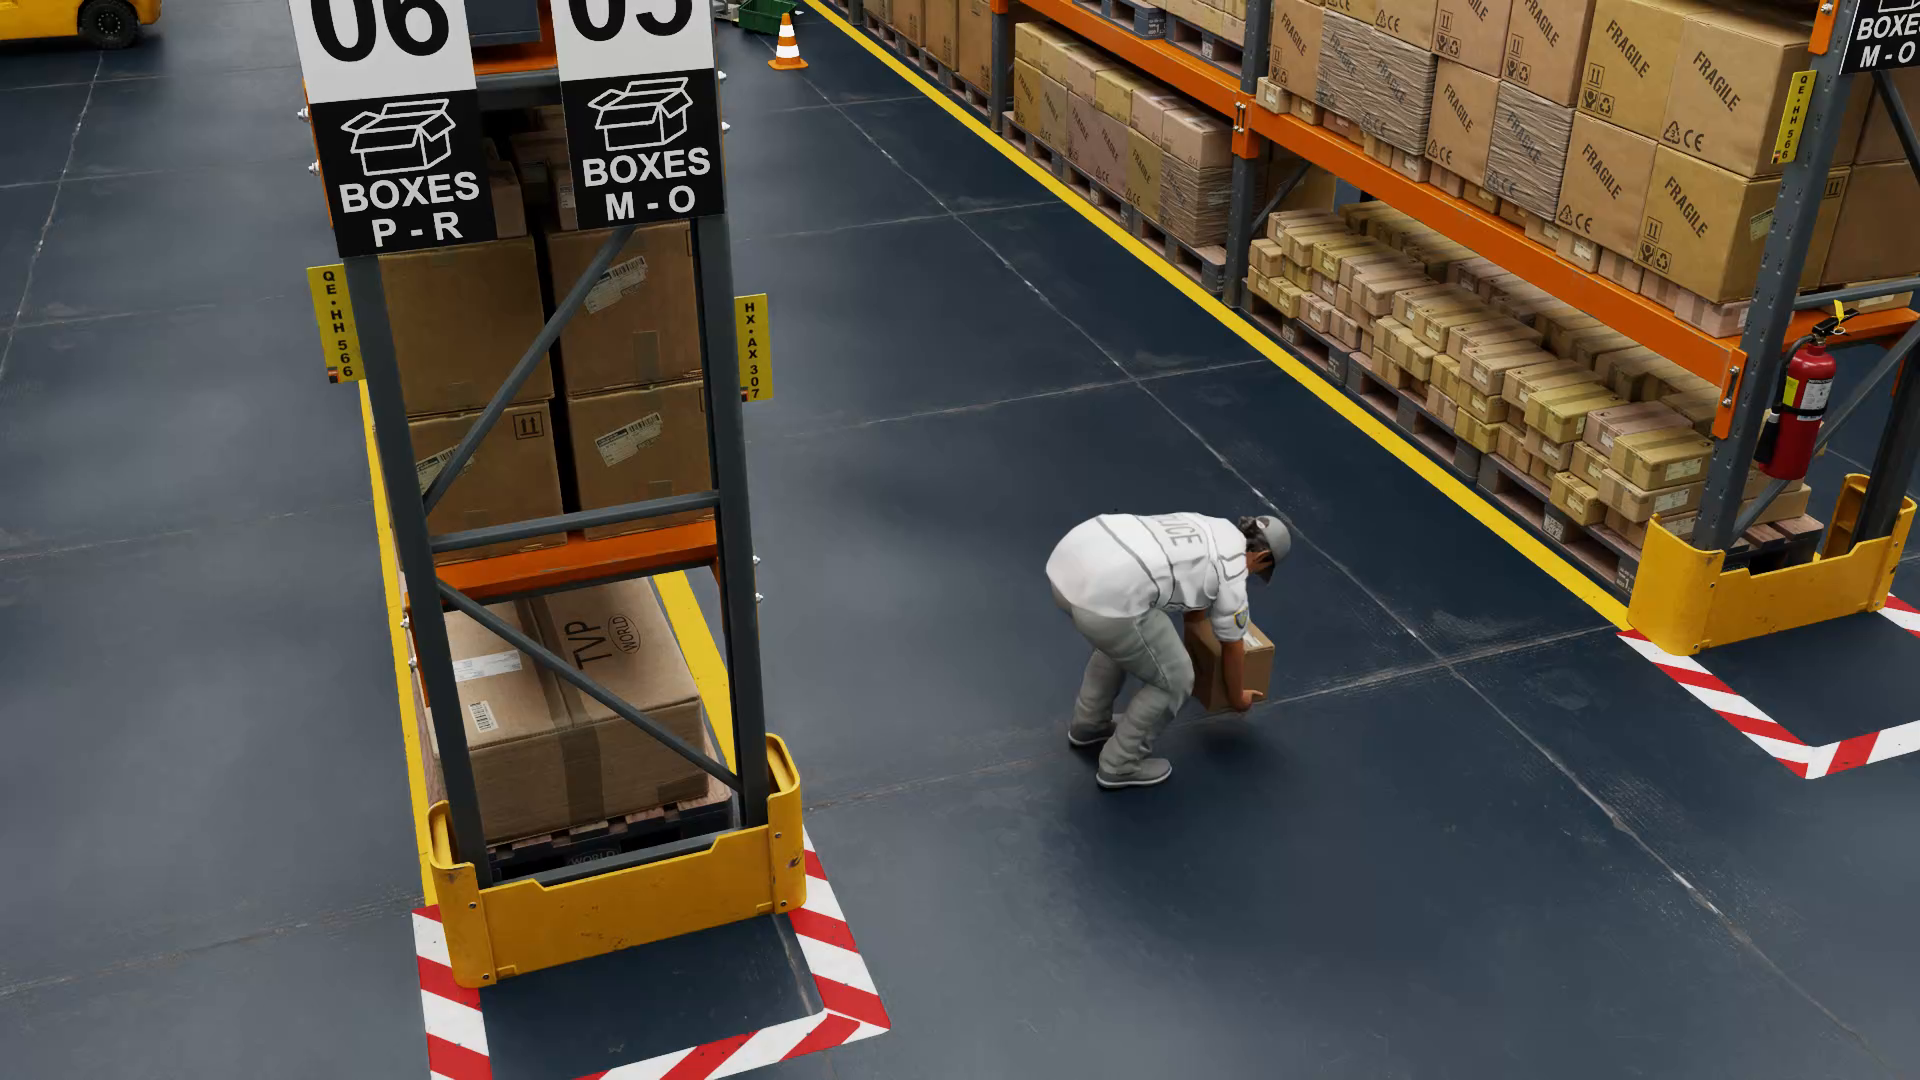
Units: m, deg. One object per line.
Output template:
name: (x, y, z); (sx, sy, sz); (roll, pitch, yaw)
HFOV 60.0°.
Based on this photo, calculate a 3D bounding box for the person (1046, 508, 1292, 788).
person: (0.782, 0.352, 6.161); (0.951, 1.025, 0.494); (-12, 32, -20)
